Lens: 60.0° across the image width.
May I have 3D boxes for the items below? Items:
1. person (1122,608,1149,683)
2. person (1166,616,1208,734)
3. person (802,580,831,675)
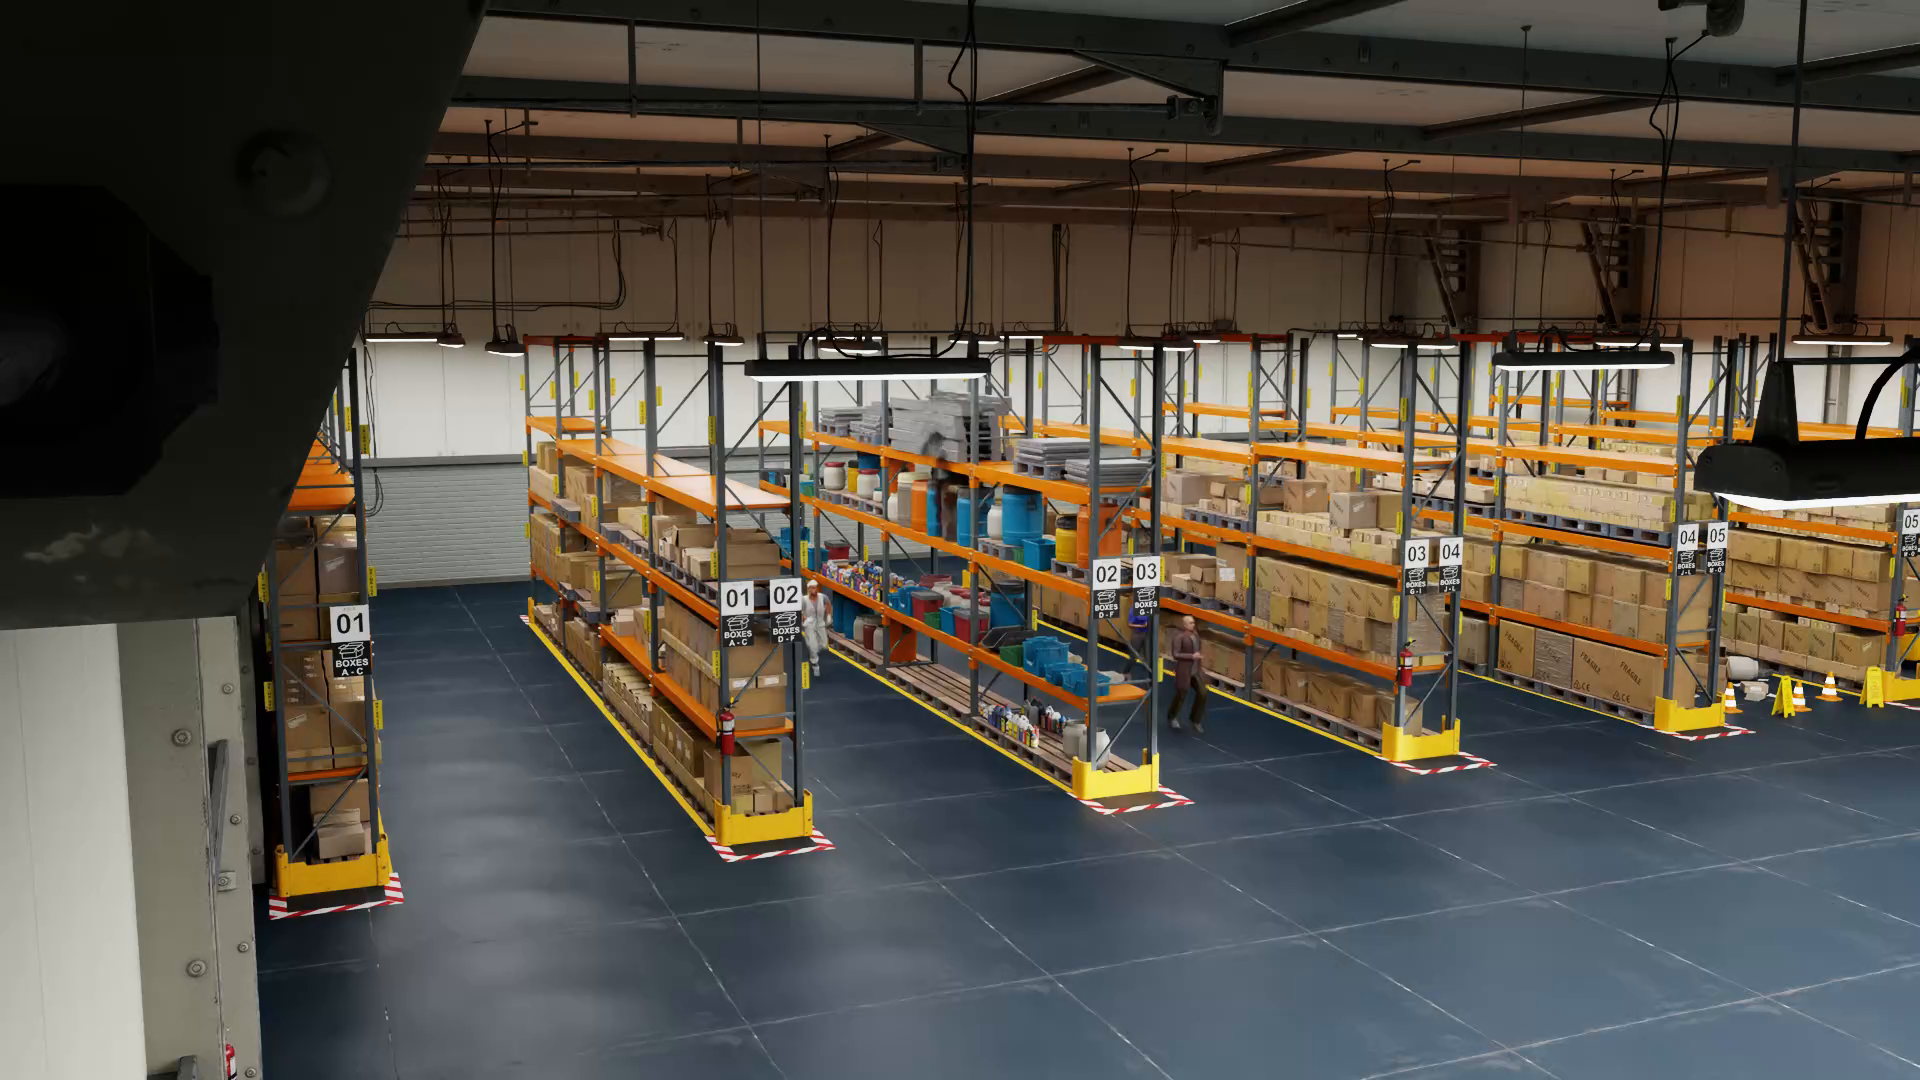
[{"bbox_3d":[3.115,1.705,28.526,0.575,1.645,0.938,-3,8,-22],"label":"person"},{"bbox_3d":[3.487,2.073,25.505,0.709,1.856,0.839,-5,9,-33],"label":"person"},{"bbox_3d":[-2.571,1.560,29.581,0.707,1.727,0.678,-3,8,-24],"label":"person"}]
